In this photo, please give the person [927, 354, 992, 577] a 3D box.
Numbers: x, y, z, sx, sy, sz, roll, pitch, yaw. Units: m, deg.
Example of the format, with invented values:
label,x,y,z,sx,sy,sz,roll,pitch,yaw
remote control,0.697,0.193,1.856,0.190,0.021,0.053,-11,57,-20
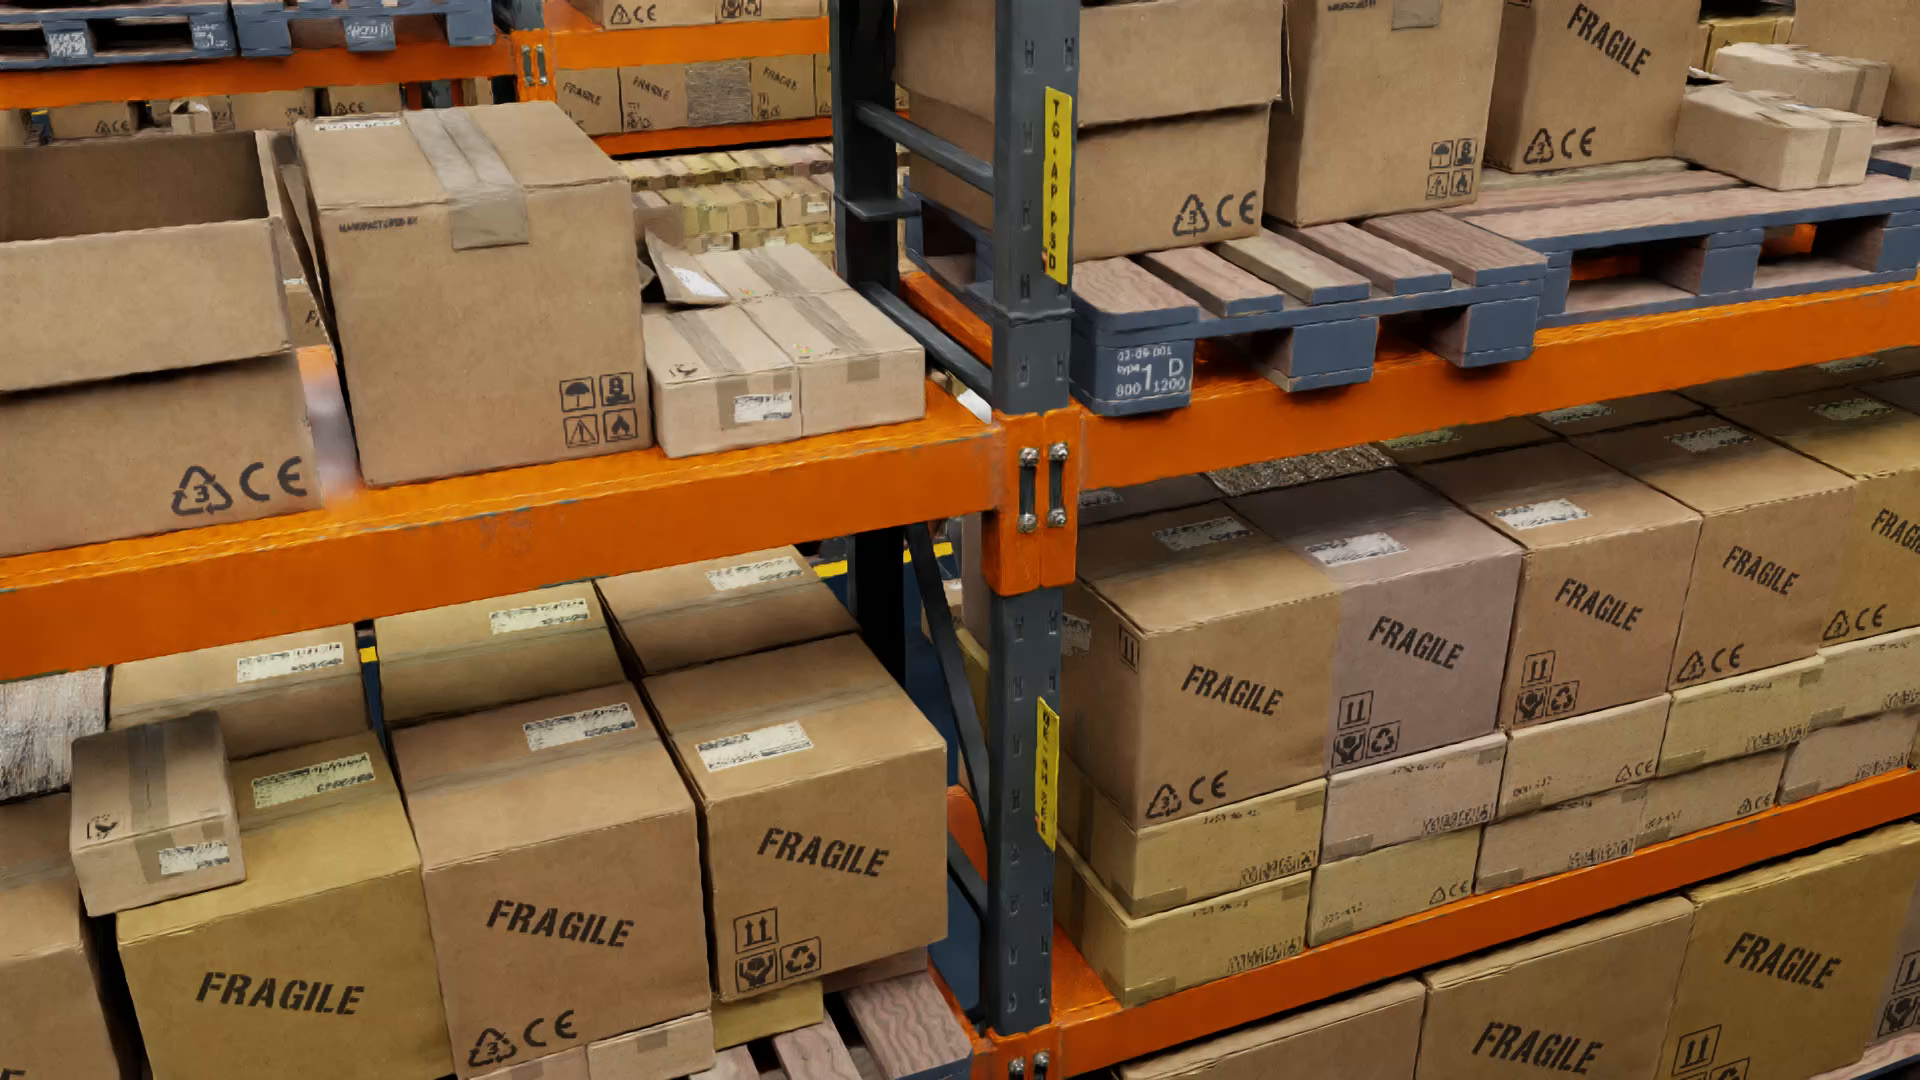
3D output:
label,x,y,z,sx,sy,sz,roll,pitch,yaw
person,0.087,-0.131,7.313,0.347,1.769,0.722,20,32,35
